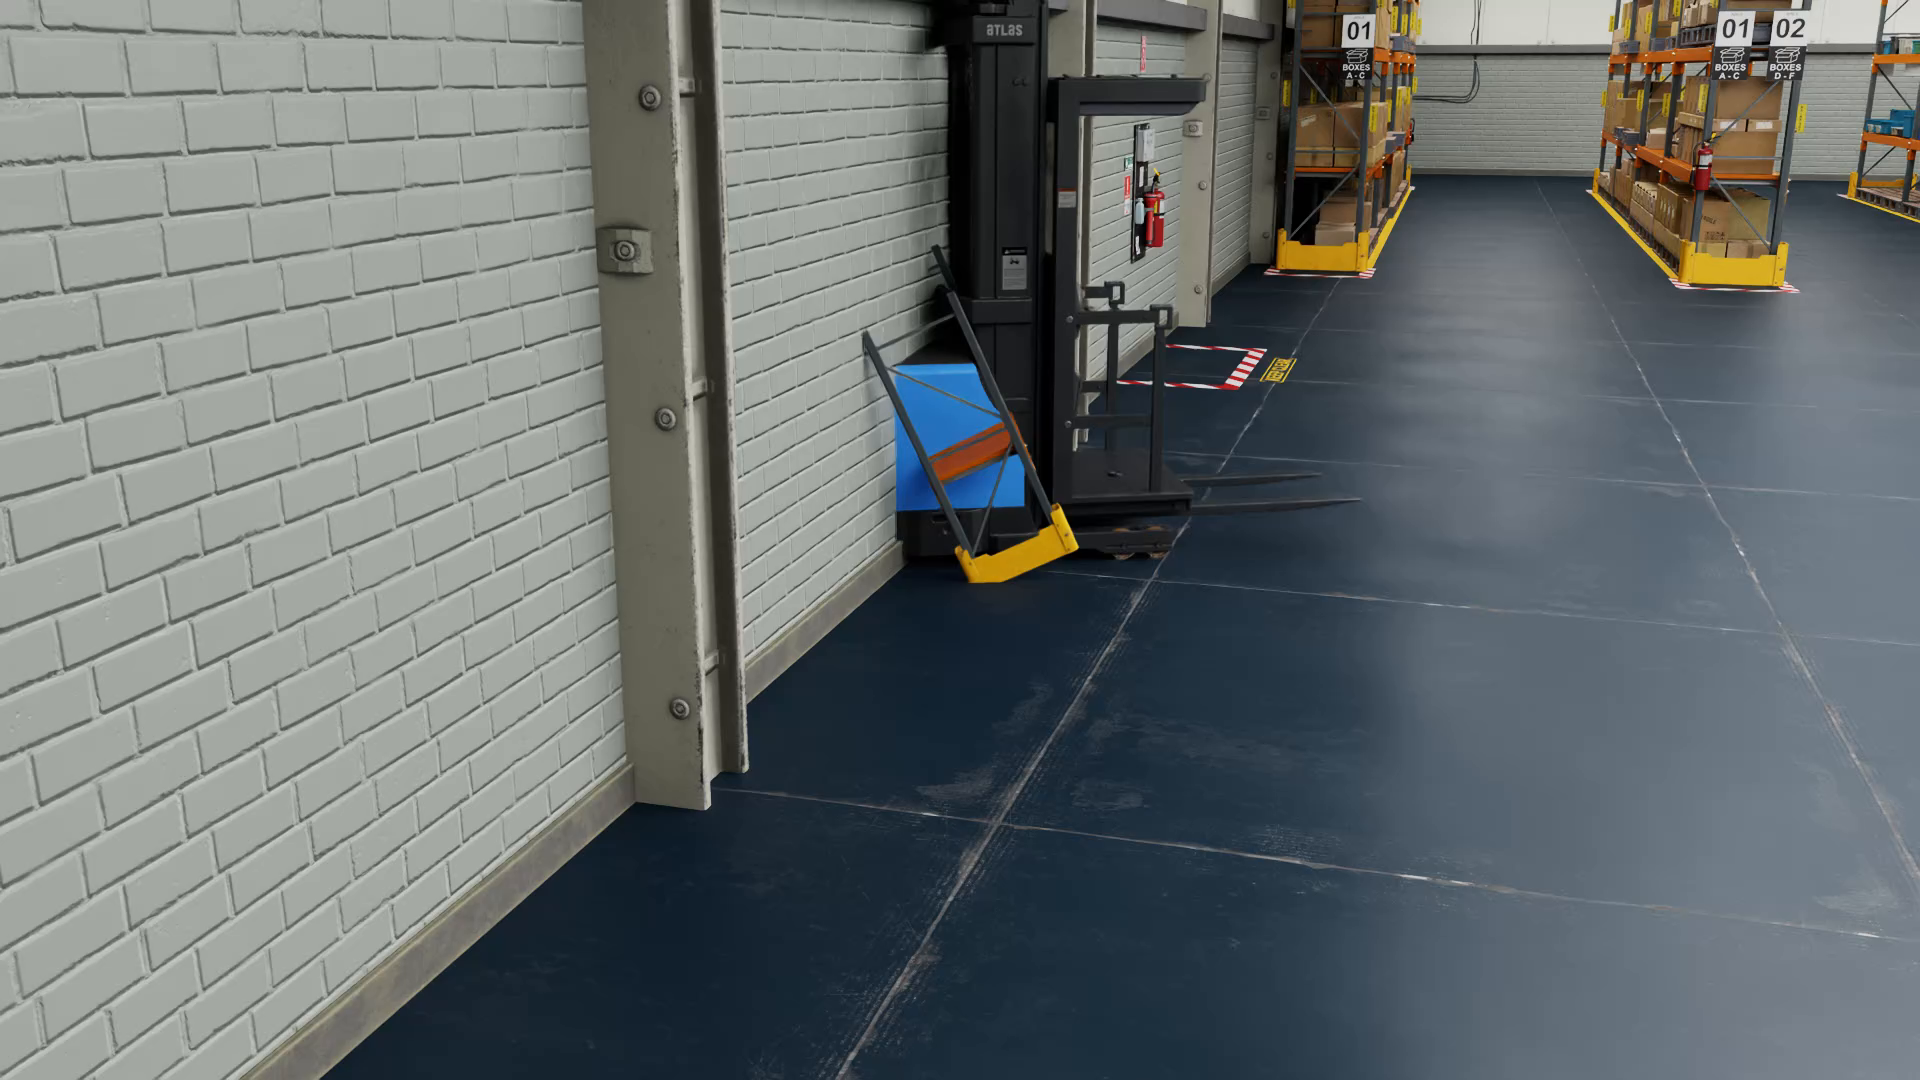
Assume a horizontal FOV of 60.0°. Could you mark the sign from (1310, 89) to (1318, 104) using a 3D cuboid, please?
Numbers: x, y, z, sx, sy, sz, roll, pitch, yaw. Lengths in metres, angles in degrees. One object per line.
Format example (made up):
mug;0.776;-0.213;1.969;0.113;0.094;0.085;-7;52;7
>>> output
sign;5.349;-6.647;25.144;0.100;0.325;0.005;5;16;16

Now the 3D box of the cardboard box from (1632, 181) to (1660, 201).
cardboard box;11.339;-5.746;27.331;0.500;0.311;0.500;5;17;18

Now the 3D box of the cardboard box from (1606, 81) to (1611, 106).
cardboard box;13.664;-9.237;34.384;0.500;0.500;0.500;5;17;18

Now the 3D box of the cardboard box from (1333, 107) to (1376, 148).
cardboard box;5.169;-5.401;21.738;0.500;0.500;0.500;5;16;16

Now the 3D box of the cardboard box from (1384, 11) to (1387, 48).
cardboard box;5.542;-6.986;22.744;0.500;0.500;0.500;6;17;19

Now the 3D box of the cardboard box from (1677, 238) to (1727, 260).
cardboard box;9.365;-3.660;21.006;0.500;0.250;0.500;5;16;16

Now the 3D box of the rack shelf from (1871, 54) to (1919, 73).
rack shelf;18.222;-8.992;31.358;1.077;0.370;4.000;5;16;16

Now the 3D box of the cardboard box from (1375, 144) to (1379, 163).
cardboard box;5.473;-5.311;22.796;0.500;0.250;0.500;4;16;15

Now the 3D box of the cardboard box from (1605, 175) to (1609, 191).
cardboard box;13.009;-7.043;32.783;0.500;0.311;0.500;5;16;16

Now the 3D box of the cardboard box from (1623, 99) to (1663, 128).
cardboard box;12.422;-7.716;30.083;0.700;0.500;0.500;7;17;25

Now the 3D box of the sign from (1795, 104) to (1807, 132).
sign;10.026;-5.028;19.827;0.100;0.325;0.005;5;16;16

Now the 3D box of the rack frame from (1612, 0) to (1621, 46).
rack frame;14.042;-11.690;34.053;1.000;3.000;0.127;5;16;16

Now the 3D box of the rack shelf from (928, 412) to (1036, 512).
rack shelf;0.069;-0.514;8.814;0.538;0.185;1.000;-24;23;5

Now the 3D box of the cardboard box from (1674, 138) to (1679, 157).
cardboard box;10.730;-5.724;24.289;0.500;0.250;0.500;6;17;19

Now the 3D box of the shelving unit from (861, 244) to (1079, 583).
shelving unit;-0.003;-0.668;8.753;0.587;1.500;1.083;-24;23;5

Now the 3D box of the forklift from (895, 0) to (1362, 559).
forklift;0.708;-1.448;9.062;3.031;2.935;1.130;-2;16;-9

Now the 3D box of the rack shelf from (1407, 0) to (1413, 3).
rack shelf;7.587;-9.965;30.022;1.077;0.370;4.000;5;16;16

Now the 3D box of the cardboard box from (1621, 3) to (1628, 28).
cardboard box;13.689;-10.516;33.395;0.700;0.500;0.500;5;16;16

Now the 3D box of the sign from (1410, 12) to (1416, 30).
sign;8.678;-9.944;31.870;0.100;0.325;0.005;5;16;16

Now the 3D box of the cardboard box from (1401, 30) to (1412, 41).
cardboard box;8.604;-9.922;32.638;0.500;0.250;0.500;5;16;16

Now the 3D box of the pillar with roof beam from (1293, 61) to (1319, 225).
pillar with roof beam;9.947;-9.373;25.885;9.100;9.000;0.400;5;16;16

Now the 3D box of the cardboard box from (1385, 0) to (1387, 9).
cardboard box;5.413;-7.327;22.115;0.500;0.500;0.500;5;17;17

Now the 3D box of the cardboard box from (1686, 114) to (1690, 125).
cardboard box;10.081;-5.702;22.563;0.380;0.149;0.250;4;16;14

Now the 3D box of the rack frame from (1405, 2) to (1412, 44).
rack frame;8.155;-11.027;31.714;1.000;3.000;0.127;5;16;16

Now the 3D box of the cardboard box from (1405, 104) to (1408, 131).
cardboard box;8.538;-8.616;33.659;0.980;0.700;0.700;4;16;14

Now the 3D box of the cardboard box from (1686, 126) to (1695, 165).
cardboard box;10.222;-5.326;22.428;0.700;0.500;0.500;5;17;17

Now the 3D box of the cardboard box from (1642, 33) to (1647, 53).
cardboard box;12.006;-8.452;27.951;0.910;0.500;0.500;5;16;16

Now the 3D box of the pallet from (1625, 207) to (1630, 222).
pallet;12.017;-5.562;28.551;1.003;0.211;1.213;5;16;16

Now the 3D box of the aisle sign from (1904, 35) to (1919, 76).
aisle sign;19.092;-9.666;33.145;0.394;0.787;0.004;5;16;16

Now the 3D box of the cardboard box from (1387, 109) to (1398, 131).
cardboard box;7.402;-7.402;29.164;0.500;0.500;0.500;5;17;18

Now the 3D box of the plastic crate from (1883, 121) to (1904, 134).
plastic crate;17.945;-7.905;31.899;0.416;0.233;0.300;5;16;16

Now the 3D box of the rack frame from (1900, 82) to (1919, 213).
rack frame;17.654;-7.372;29.824;1.000;3.000;0.127;5;16;16

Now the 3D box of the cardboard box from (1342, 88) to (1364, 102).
cardboard box;6.899;-7.794;29.173;0.500;0.250;0.500;5;17;17

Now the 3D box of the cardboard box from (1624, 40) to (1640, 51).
cardboard box;12.789;-9.276;31.314;0.500;0.250;0.500;5;16;16

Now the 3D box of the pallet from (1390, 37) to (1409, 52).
pallet;6.451;-7.825;26.268;1.213;0.211;1.003;5;16;16

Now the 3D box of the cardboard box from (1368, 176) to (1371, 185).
cardboard box;6.500;-5.992;27.359;0.500;0.250;0.500;5;16;16

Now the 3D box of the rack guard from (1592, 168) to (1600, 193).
rack guard;14.021;-7.581;35.142;1.175;0.500;0.348;5;16;16

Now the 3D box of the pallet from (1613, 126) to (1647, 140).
pallet;12.574;-7.464;30.501;1.003;0.211;1.213;5;16;16

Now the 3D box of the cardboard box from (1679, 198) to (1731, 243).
cardboard box;9.363;-4.021;20.905;0.500;0.500;0.500;5;16;16

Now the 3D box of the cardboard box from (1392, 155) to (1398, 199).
cardboard box;7.608;-6.673;30.528;0.750;0.750;0.750;5;16;16

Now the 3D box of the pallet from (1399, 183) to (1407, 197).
pallet;8.791;-7.312;34.722;1.003;0.211;1.213;5;16;16

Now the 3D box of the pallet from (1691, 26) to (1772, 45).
pallet;10.066;-6.522;21.490;1.003;0.211;1.213;5;16;16

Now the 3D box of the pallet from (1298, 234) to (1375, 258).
pallet;5.380;-4.207;23.776;1.003;0.211;1.213;5;16;16

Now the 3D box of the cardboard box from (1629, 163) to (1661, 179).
cardboard box;11.822;-6.359;28.651;0.500;0.250;0.500;5;17;18

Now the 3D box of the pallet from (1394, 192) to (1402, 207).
pallet;8.008;-6.591;32.181;1.003;0.211;1.213;5;16;16

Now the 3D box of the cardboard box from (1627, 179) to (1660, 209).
cardboard box;11.810;-5.983;28.700;0.500;0.500;0.500;5;17;18

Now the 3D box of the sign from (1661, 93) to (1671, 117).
sign;10.109;-6.223;23.795;0.100;0.325;0.005;5;16;16

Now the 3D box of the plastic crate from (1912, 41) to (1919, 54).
plastic crate;17.606;-8.998;30.365;0.416;0.233;0.300;5;16;16
